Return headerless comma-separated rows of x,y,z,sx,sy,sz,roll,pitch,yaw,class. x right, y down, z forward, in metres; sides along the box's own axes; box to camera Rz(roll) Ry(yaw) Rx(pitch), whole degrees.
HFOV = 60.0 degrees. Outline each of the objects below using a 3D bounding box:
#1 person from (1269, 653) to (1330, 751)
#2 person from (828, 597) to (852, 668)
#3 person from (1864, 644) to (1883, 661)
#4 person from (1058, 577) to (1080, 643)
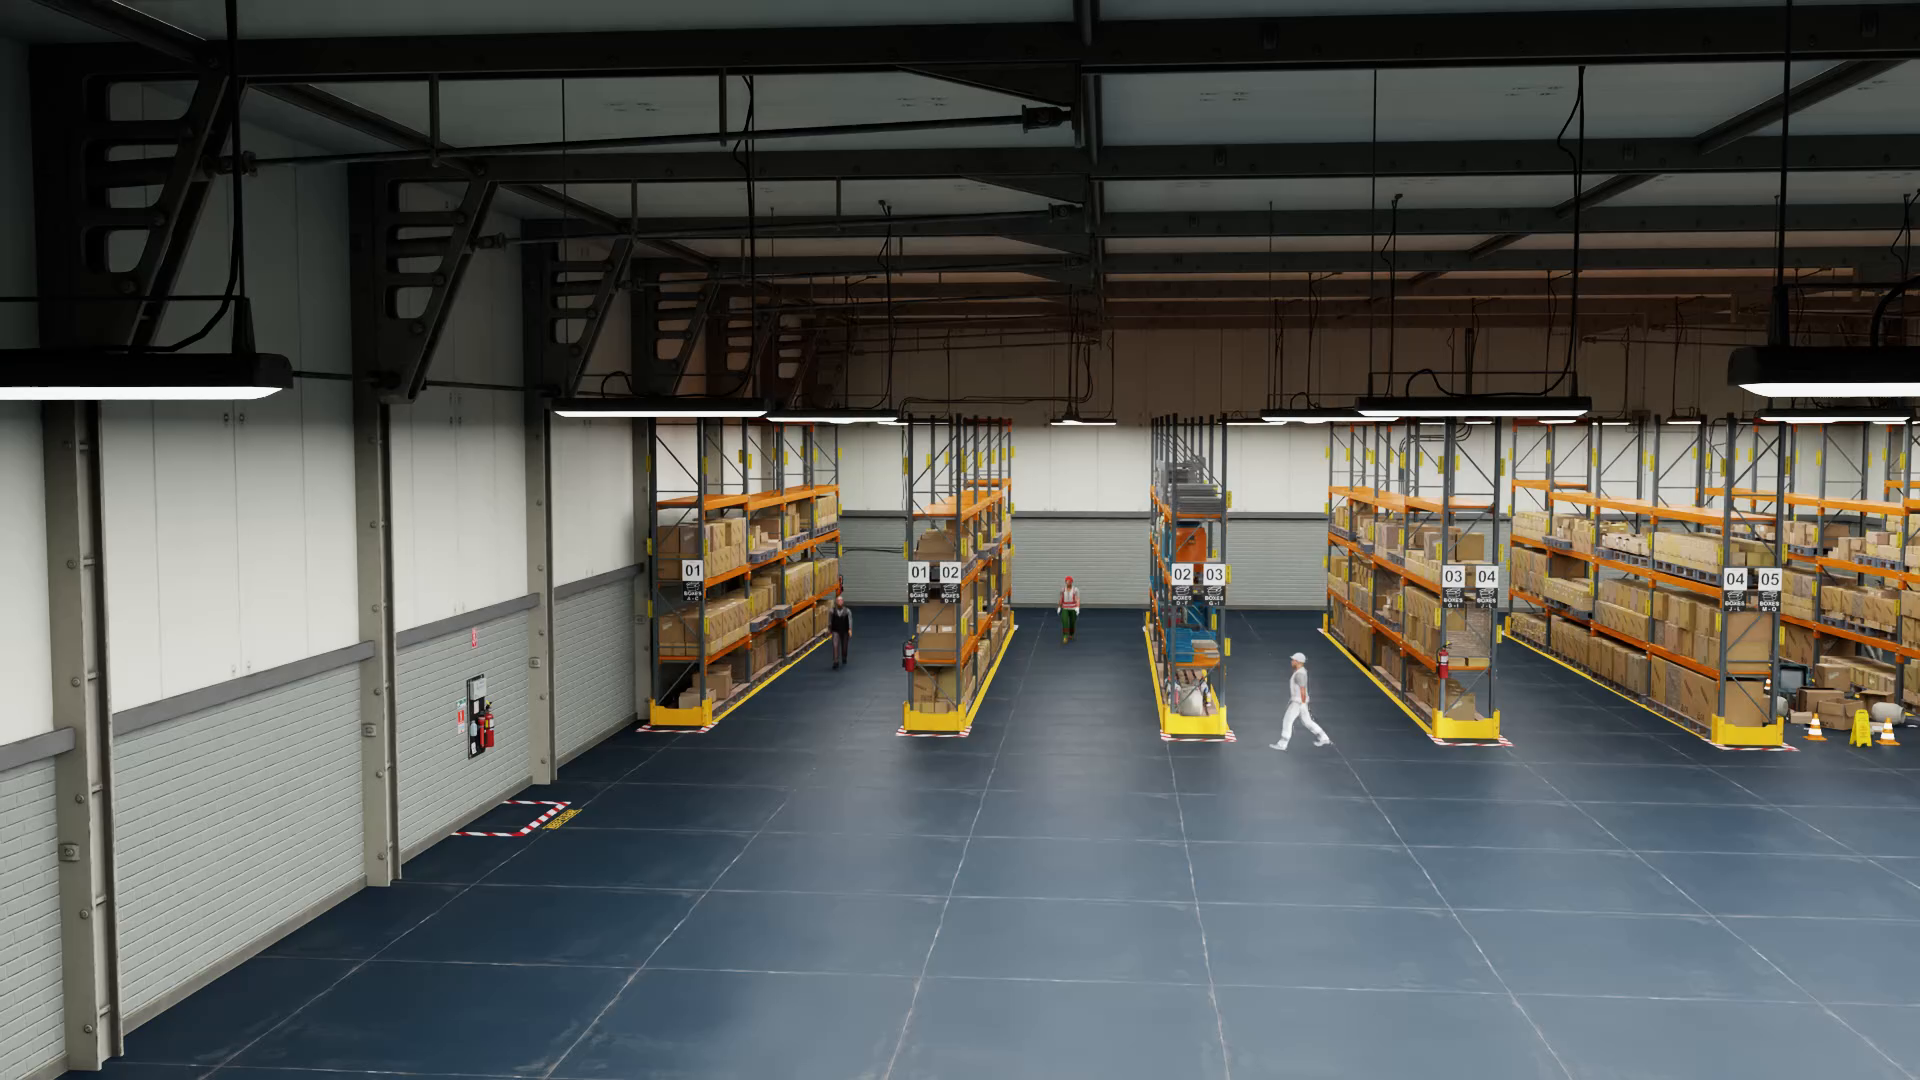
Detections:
6.023,2.866,29.444,1.075,1.747,0.540,0,4,7,person
-2.872,2.196,39.781,0.600,1.661,1.069,0,4,-3,person
21.942,2.216,39.834,0.511,1.707,0.352,-1,4,-20,person
2.899,1.840,44.388,0.609,1.724,1.034,0,4,7,person
